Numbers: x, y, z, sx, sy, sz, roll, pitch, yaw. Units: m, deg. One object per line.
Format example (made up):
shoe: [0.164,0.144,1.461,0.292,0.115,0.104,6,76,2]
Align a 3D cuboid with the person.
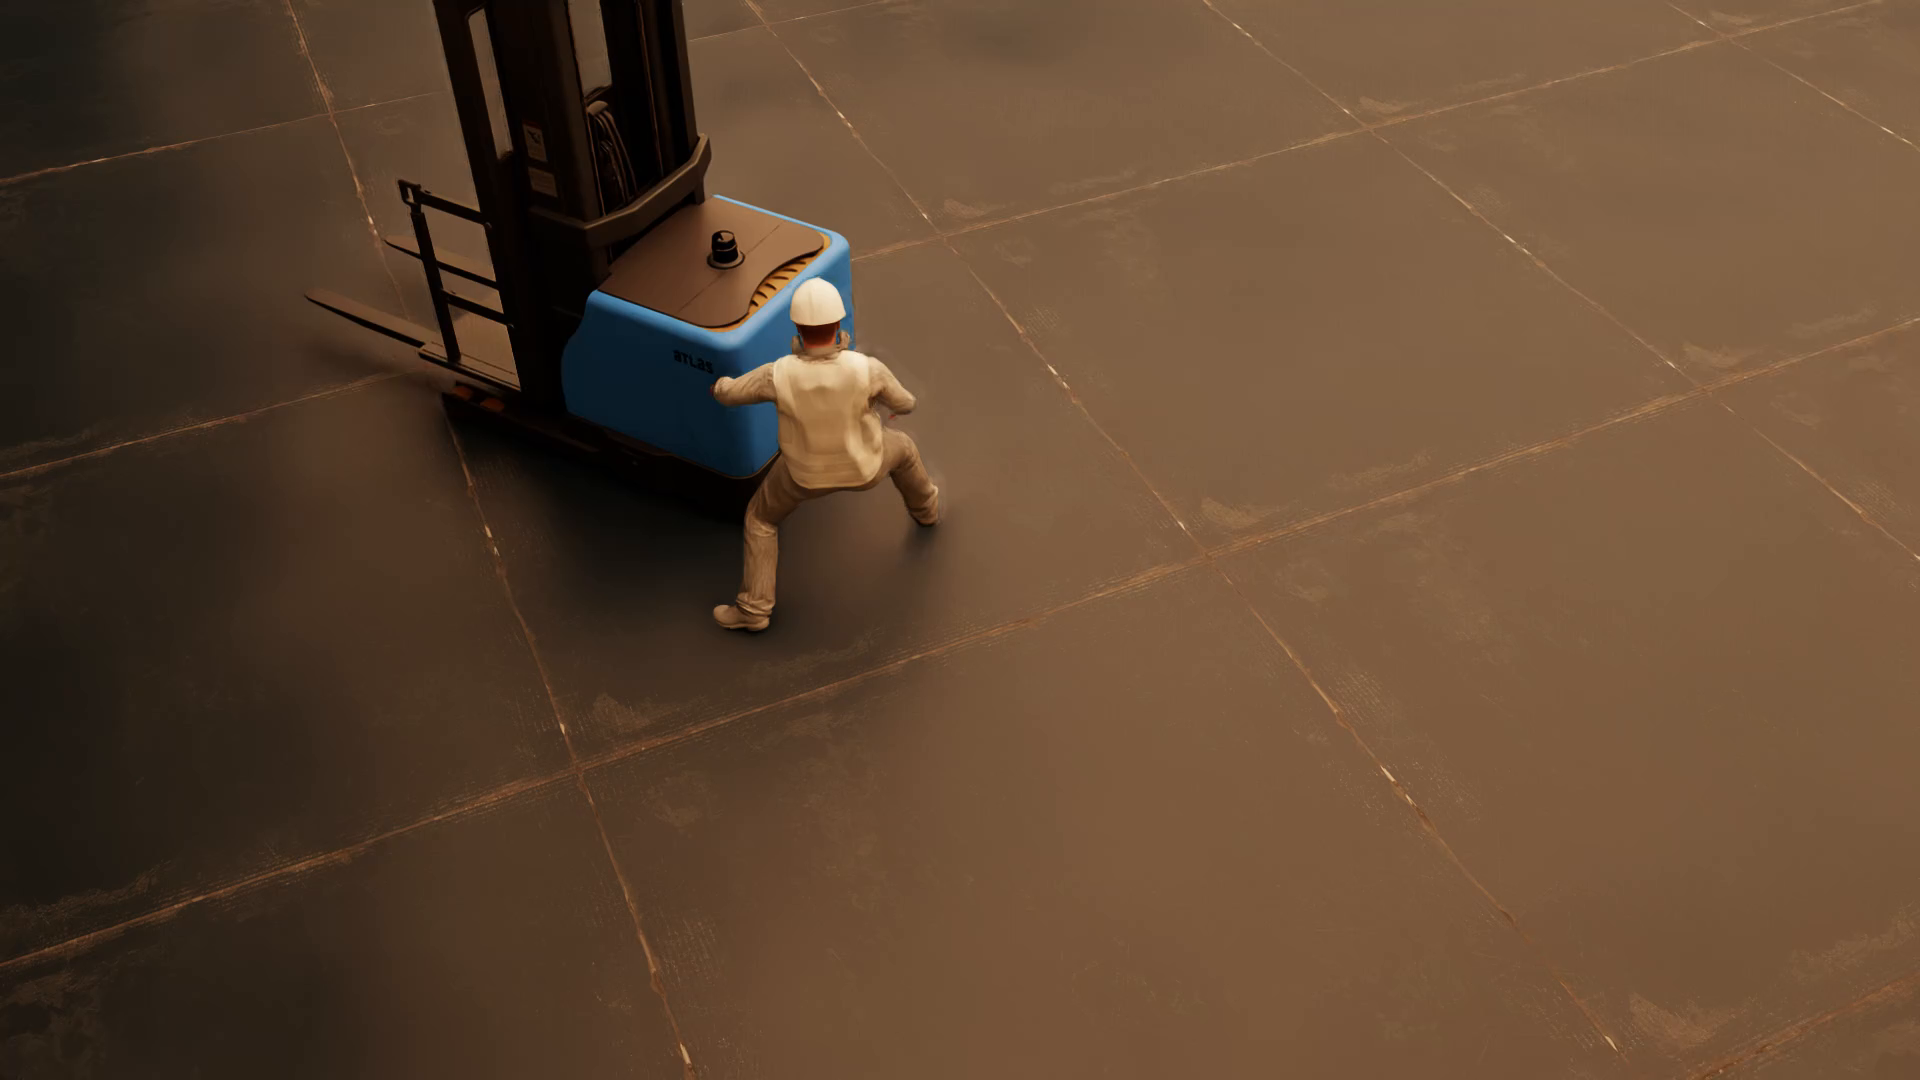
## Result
person: [-0.610,-0.477,7.203,1.049,1.617,0.953,-3,43,-3]

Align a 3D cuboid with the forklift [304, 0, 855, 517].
forklift: [-2.041,-1.919,7.736,3.031,2.935,1.130,21,47,21]
